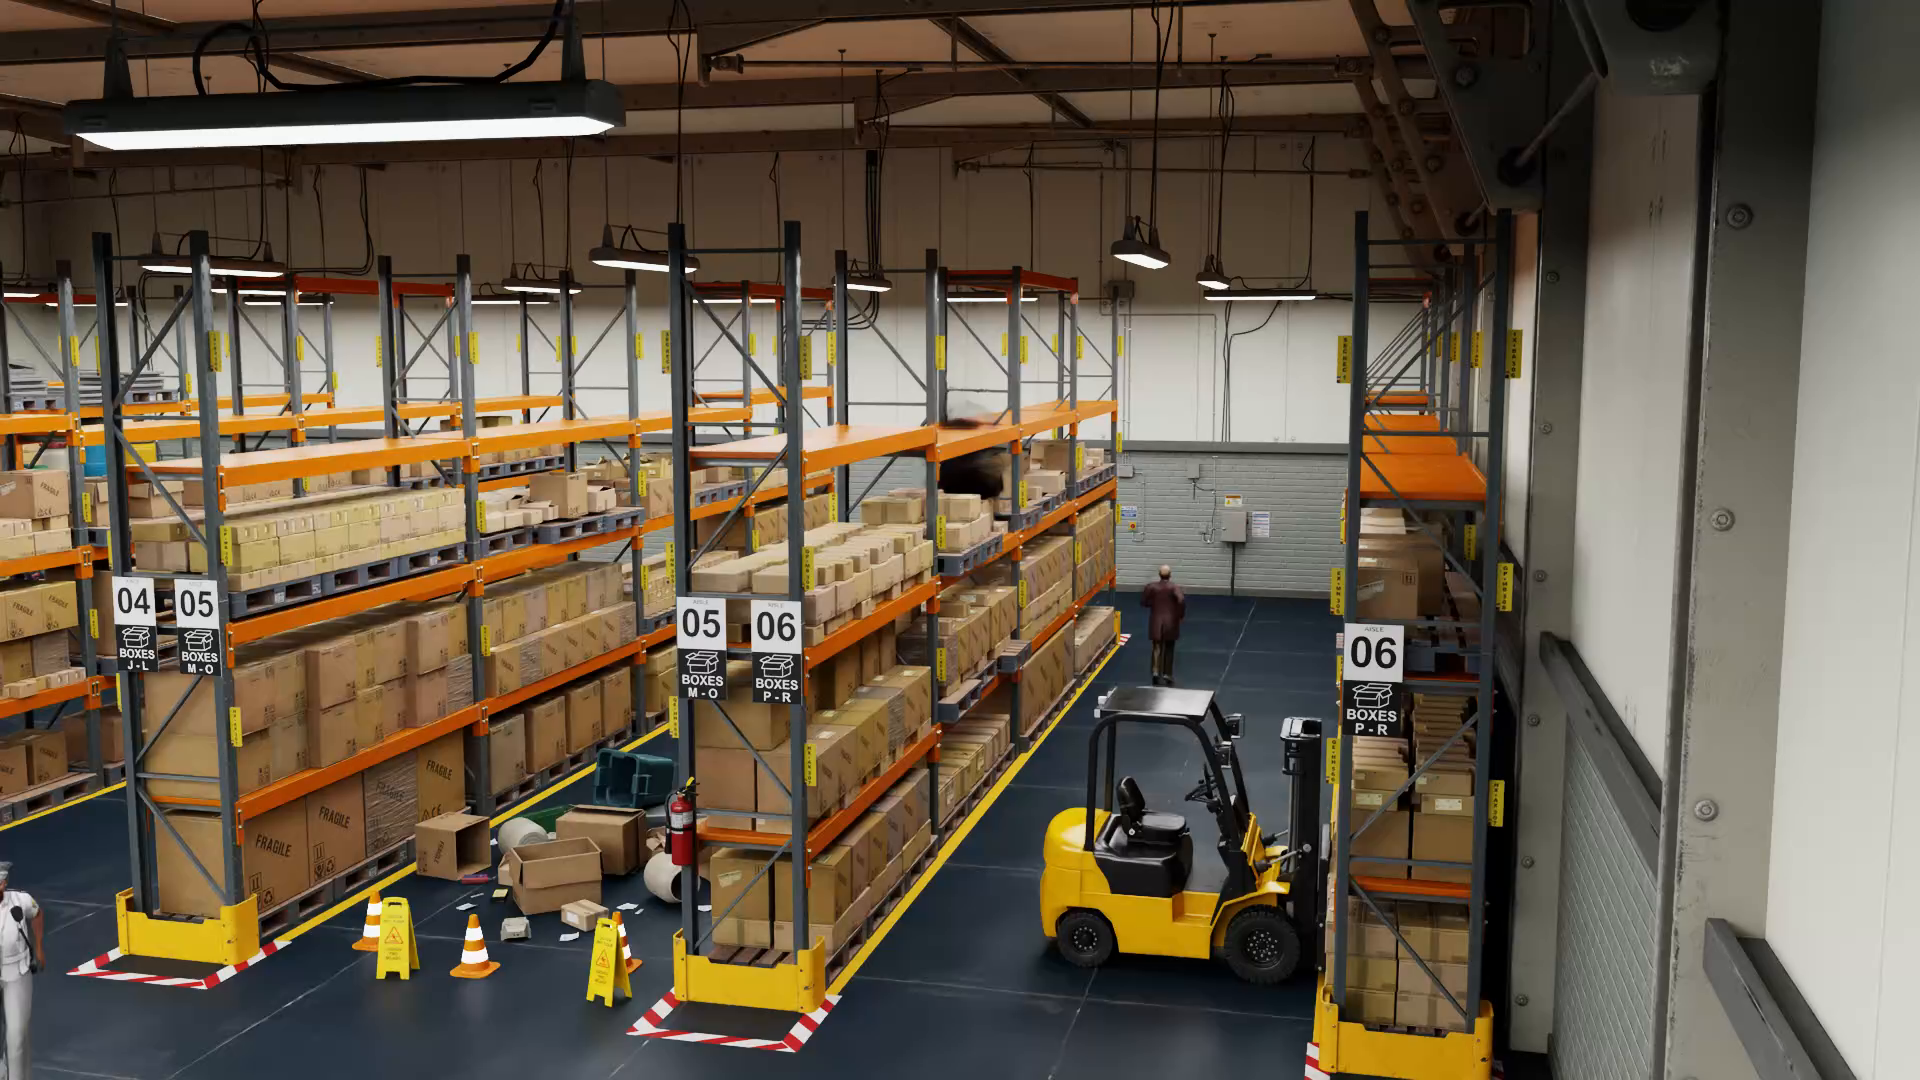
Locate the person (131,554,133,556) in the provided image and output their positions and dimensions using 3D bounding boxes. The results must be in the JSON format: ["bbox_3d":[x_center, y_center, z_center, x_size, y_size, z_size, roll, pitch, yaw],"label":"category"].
[{"bbox_3d":[-15.519,0.457,31.296,0.697,1.824,0.915,1,7,6],"label":"person"}]

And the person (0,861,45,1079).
[{"bbox_3d":[-6.451,2.955,11.171,0.549,1.718,0.894,-4,8,-30],"label":"person"}]

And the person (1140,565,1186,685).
[{"bbox_3d":[3.013,1.276,24.677,0.703,1.808,0.938,2,7,14],"label":"person"}]

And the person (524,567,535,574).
[{"bbox_3d":[-6.707,1.218,26.005,0.609,1.608,0.554,1,7,6],"label":"person"}]
